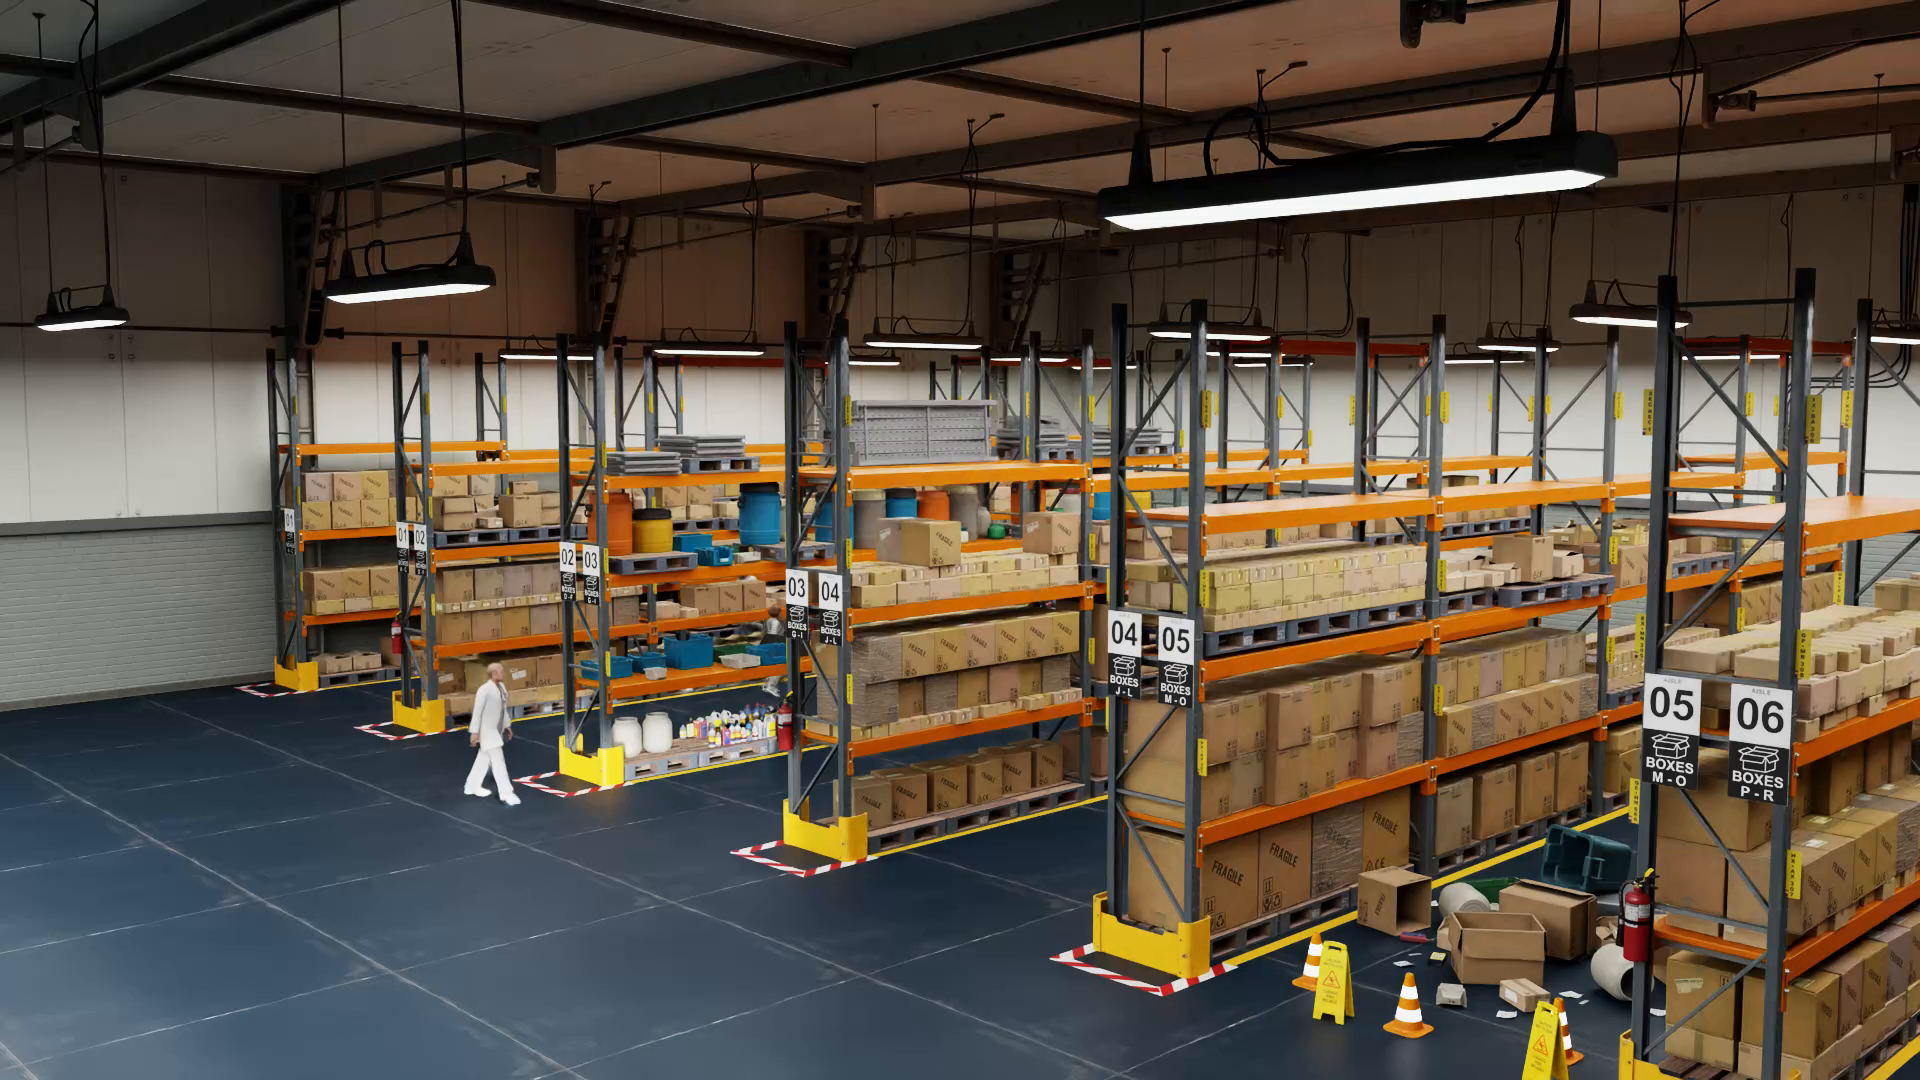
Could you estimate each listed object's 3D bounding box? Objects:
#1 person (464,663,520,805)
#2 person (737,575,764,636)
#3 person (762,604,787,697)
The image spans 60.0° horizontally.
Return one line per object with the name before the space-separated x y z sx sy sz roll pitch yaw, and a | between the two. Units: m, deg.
person | -5.958 2.447 21.254 0.925 1.761 0.646 1 5 16
person | -4.367 1.321 34.661 0.612 1.719 0.615 4 7 42
person | -3.076 1.817 27.464 0.453 1.508 0.456 -3 6 -35
